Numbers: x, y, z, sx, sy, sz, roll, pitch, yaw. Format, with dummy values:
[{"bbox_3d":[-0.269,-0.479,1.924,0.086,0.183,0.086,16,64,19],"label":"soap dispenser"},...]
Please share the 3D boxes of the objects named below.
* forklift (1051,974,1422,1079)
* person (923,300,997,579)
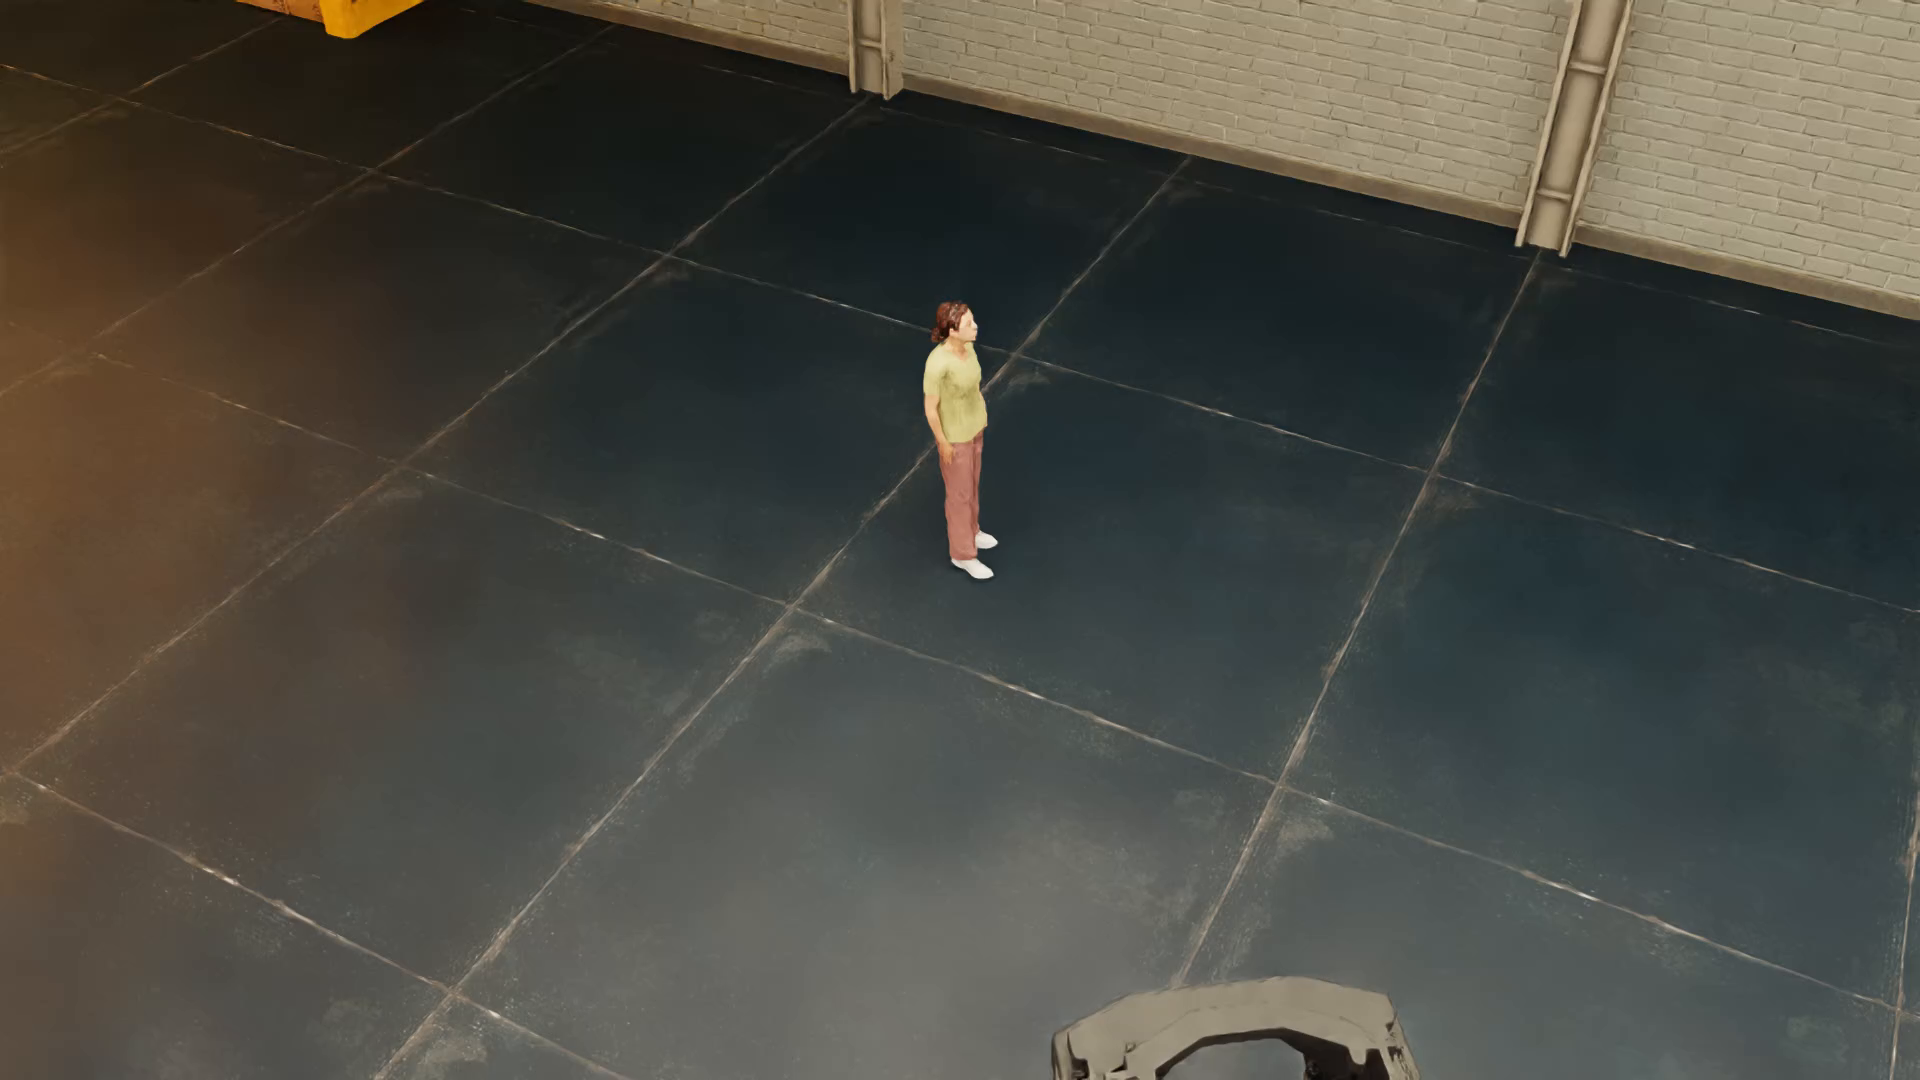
[{"bbox_3d":[0.797,2.740,4.733,1.130,2.935,3.031,-5,40,-6],"label":"forklift"},{"bbox_3d":[0.061,-0.618,9.684,0.548,1.674,0.554,18,43,21],"label":"person"}]
